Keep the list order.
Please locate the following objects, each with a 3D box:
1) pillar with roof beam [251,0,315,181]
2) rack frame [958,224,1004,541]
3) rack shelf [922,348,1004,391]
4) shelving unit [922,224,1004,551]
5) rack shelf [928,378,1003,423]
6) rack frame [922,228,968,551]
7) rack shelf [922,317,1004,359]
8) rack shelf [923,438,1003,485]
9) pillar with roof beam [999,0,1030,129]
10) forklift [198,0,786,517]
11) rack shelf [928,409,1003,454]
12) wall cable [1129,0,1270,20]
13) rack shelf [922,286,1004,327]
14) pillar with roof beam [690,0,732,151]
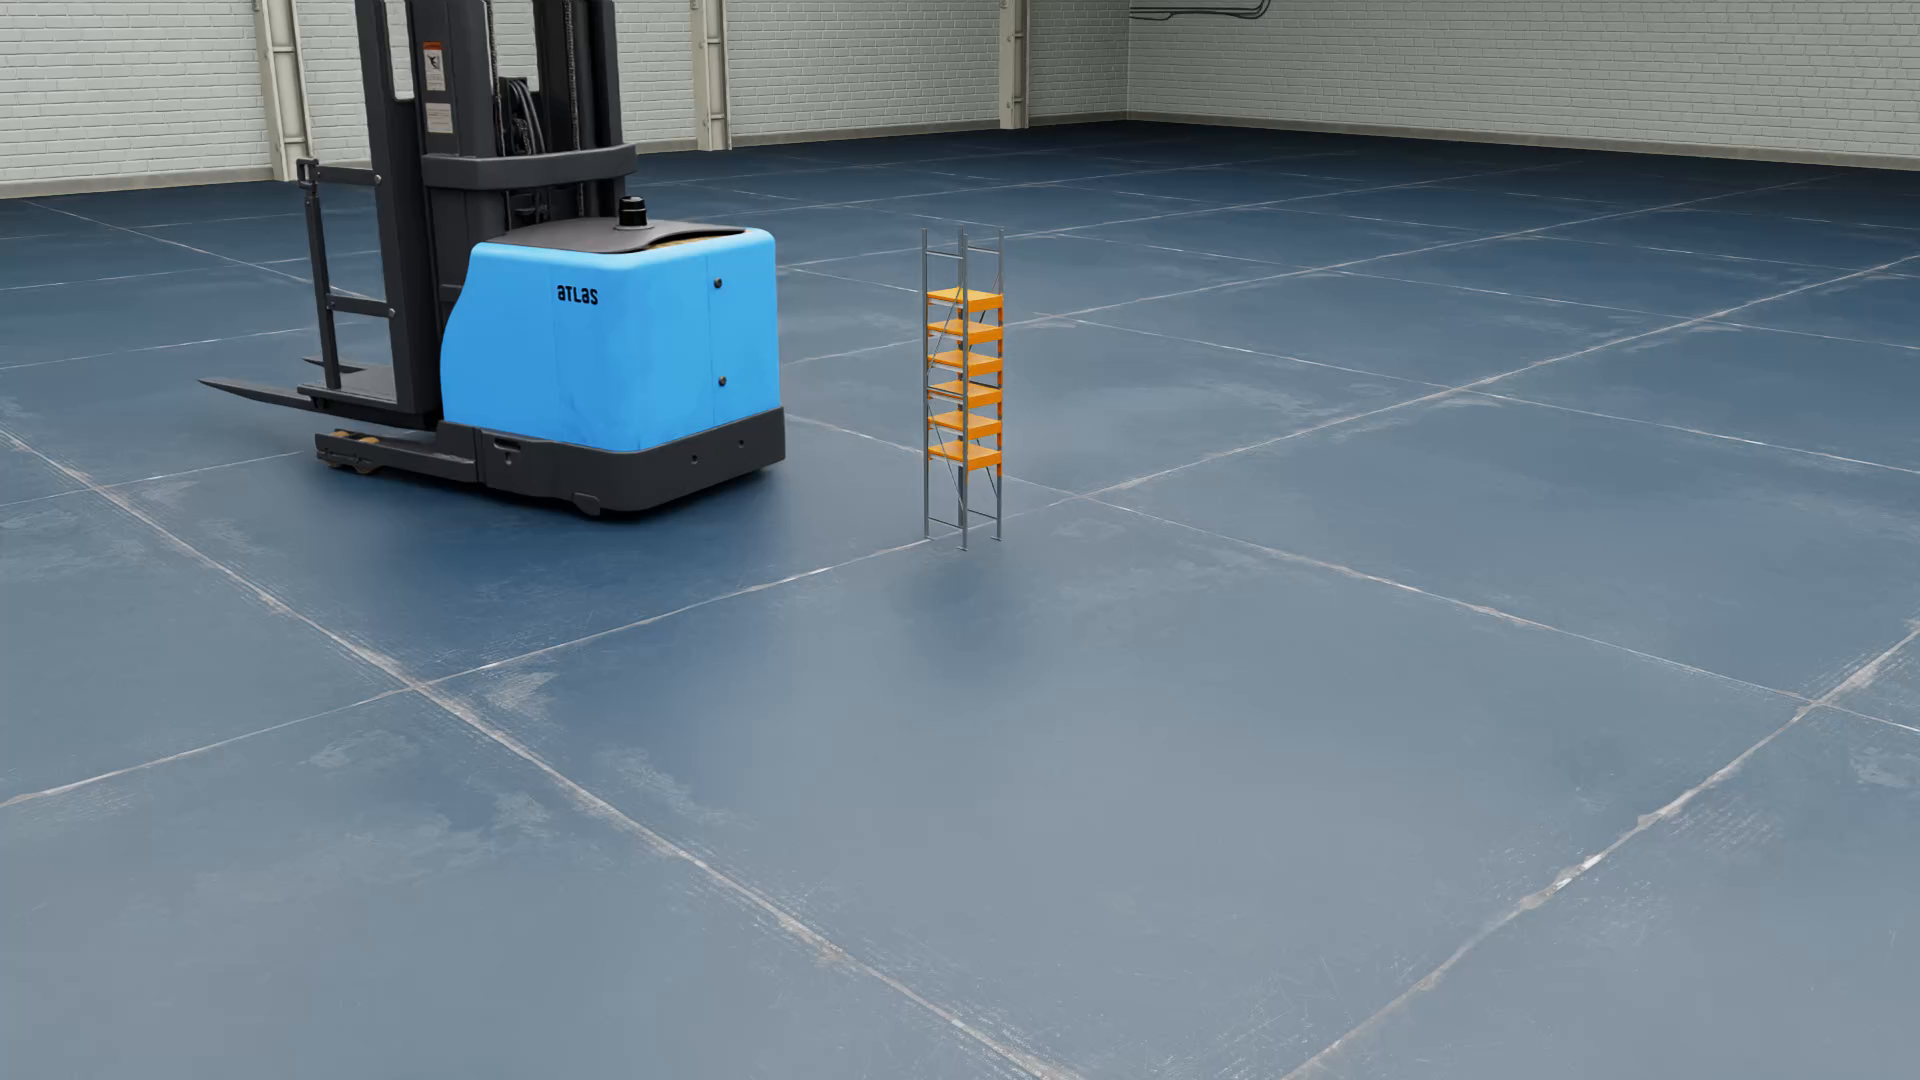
[{"bbox_3d":[-4.876,-7.569,15.238,0.400,9.000,9.100,-16,24,-41],"label":"pillar with roof beam"},{"bbox_3d":[0.077,-0.593,6.369,0.006,1.200,0.240,-16,24,-41],"label":"rack frame"},{"bbox_3d":[0.011,-0.646,6.286,0.180,0.103,0.258,-16,24,-41],"label":"rack shelf"},{"bbox_3d":[0.011,-0.574,6.309,0.189,1.200,0.258,-16,24,-41],"label":"shelving unit"},{"bbox_3d":[0.011,-0.532,6.323,0.180,0.103,0.258,-16,24,-41],"label":"rack shelf"},{"bbox_3d":[-0.056,-0.554,6.249,0.006,1.200,0.240,-16,24,-41],"label":"rack frame"},{"bbox_3d":[0.011,-0.760,6.249,0.180,0.103,0.258,-16,24,-41],"label":"rack shelf"},{"bbox_3d":[0.011,-0.303,6.397,0.180,0.103,0.258,-16,24,-41],"label":"rack shelf"},{"bbox_3d":[3.844,-10.112,23.081,0.400,9.000,9.100,-16,24,-41],"label":"pillar with roof beam"},{"bbox_3d":[-2.296,-1.811,7.318,3.031,2.935,1.130,11,21,30],"label":"forklift"},{"bbox_3d":[0.011,-0.417,6.360,0.180,0.103,0.258,-16,24,-41],"label":"rack shelf"},{"bbox_3d":[3.935,-9.927,27.547,0.112,2.526,3.097,-16,24,-41],"label":"wall cable"},{"bbox_3d":[0.011,-0.874,6.212,0.180,0.103,0.258,-16,24,-41],"label":"rack shelf"},{"bbox_3d":[-0.516,-8.840,19.160,0.400,9.000,9.100,-16,24,-41],"label":"pillar with roof beam"}]
